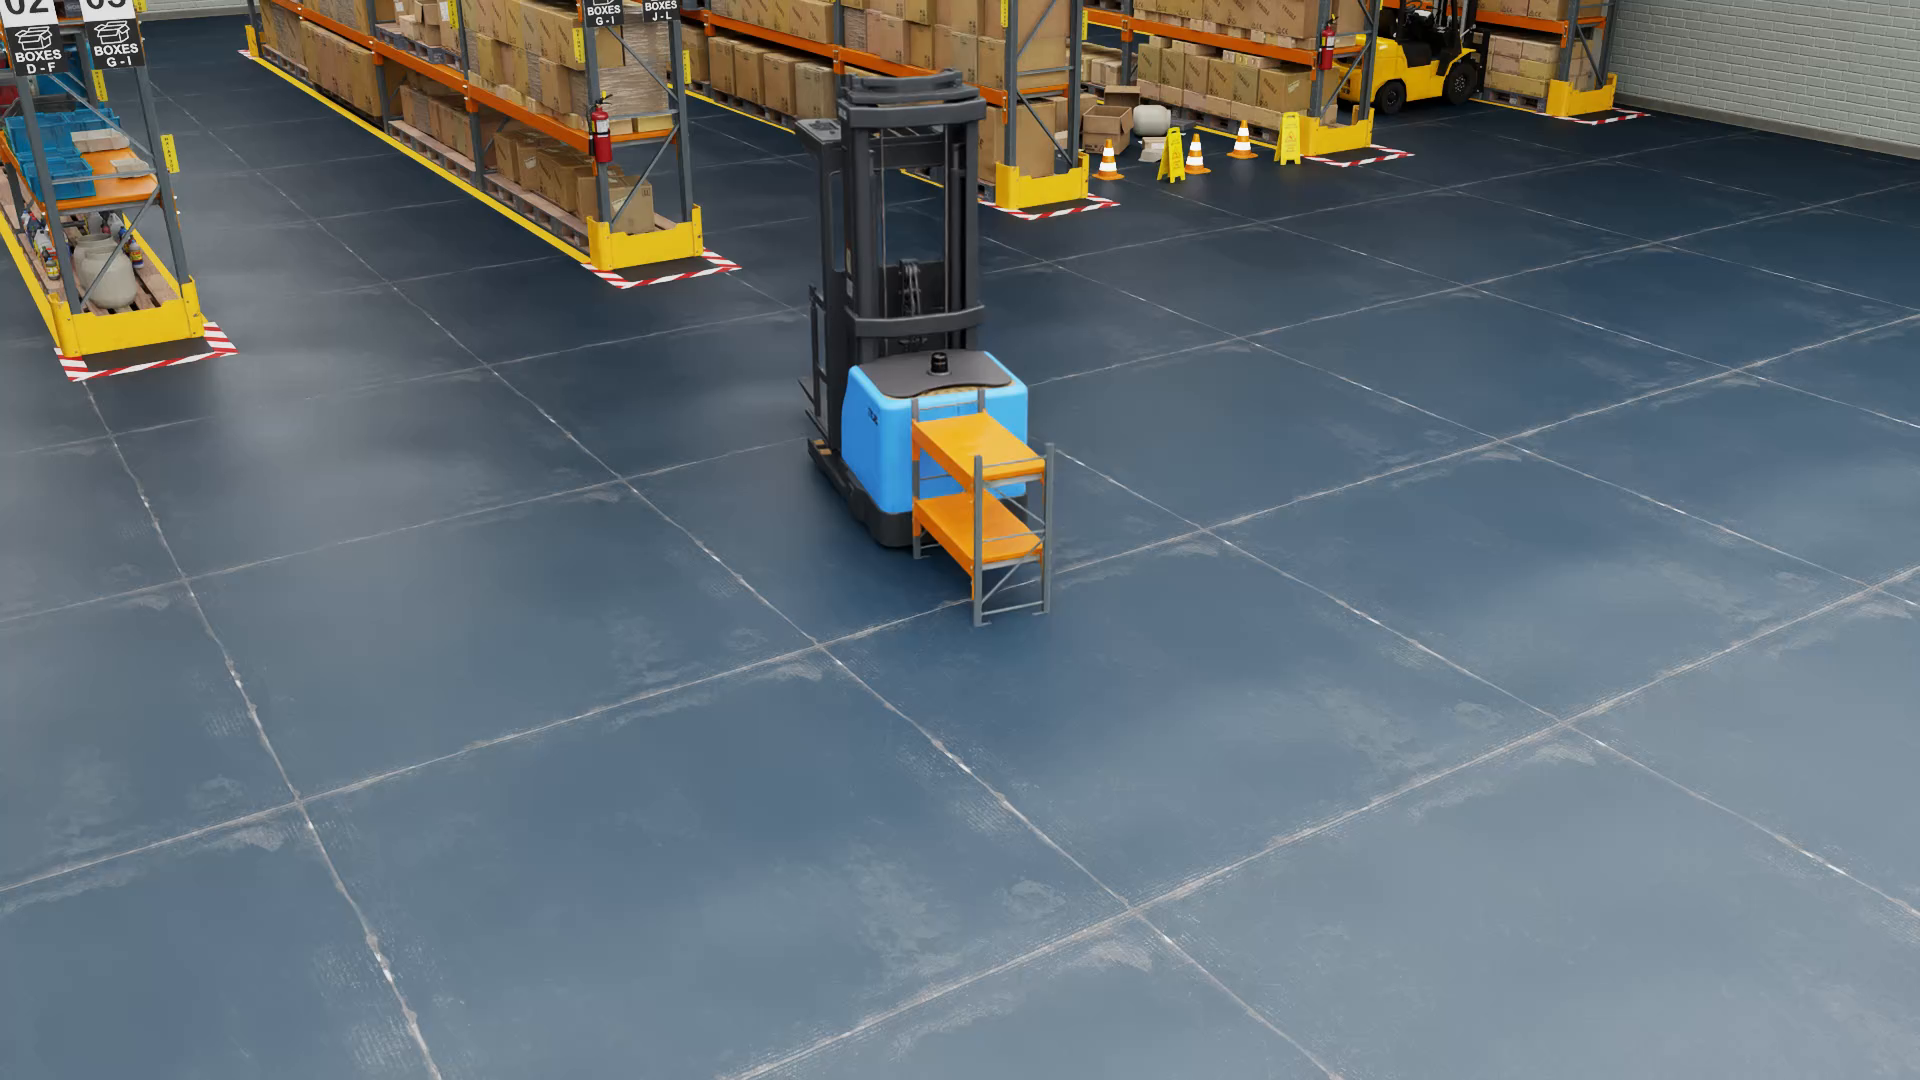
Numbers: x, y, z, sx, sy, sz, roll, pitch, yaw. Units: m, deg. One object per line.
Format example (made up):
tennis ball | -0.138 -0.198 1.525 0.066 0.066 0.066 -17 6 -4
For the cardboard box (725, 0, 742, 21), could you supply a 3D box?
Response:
cardboard box | -3.105 -7.911 24.377 0.500 0.500 0.500 -16 30 -30

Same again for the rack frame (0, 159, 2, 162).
rack frame | -11.764 -5.997 20.439 1.000 3.000 0.127 -16 29 -30

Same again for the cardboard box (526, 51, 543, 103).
cardboard box | -4.135 -5.012 17.888 0.875 0.500 0.500 -16 29 -30

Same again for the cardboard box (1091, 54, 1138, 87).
cardboard box | 2.584 -7.218 25.613 0.950 0.372 0.625 -15 29 -29

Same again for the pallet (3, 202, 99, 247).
pallet | -10.042 -3.577 18.579 1.003 0.211 1.213 -16 29 -30

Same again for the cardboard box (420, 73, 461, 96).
cardboard box | -6.925 -6.139 22.274 0.500 0.250 0.500 -12 28 -24

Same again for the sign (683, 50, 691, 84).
sign | -2.793 -4.807 16.906 0.100 0.325 0.005 -16 29 -30

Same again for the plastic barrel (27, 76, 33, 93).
plastic barrel | -10.320 -5.283 18.768 0.433 0.535 0.433 0 25 0

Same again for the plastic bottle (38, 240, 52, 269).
plastic bottle | -8.957 -2.803 16.350 0.152 0.276 0.135 -16 30 -31

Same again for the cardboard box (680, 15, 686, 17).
cardboard box | -4.399 -8.520 27.342 0.500 0.250 0.500 -17 30 -32

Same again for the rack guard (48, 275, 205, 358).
rack guard | -7.478 -2.021 14.946 1.175 0.500 0.348 -16 29 -30

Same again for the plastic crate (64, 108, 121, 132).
plastic crate | -8.749 -4.166 16.736 0.499 0.251 0.616 -16 29 -30

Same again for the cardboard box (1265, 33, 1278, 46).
cardboard box | 4.319 -6.731 22.288 0.380 0.149 0.250 -16 30 -30

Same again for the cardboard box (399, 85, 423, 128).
cardboard box | -7.232 -5.984 22.826 0.700 0.500 0.500 -17 30 -32

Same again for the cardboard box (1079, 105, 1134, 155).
cardboard box | 1.976 -5.508 22.329 0.637 0.503 0.797 7 26 15

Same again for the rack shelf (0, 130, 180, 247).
rack shelf | -8.489 -3.525 16.047 1.077 0.370 4.000 -16 29 -30

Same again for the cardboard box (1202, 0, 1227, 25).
cardboard box | 3.728 -7.454 23.061 0.500 0.500 0.500 -15 29 -29

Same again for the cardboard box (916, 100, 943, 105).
cardboard box | 0.056 -5.180 20.705 0.875 0.875 0.875 -16 30 -30

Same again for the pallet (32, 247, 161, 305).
pallet | -8.579 -2.618 16.549 1.003 0.211 1.213 -16 29 -30

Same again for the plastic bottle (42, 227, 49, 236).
plastic bottle | -9.273 -3.034 16.844 0.097 0.271 0.097 0 25 0

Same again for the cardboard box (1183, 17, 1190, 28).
cardboard box | 3.405 -7.378 23.659 0.380 0.149 0.250 -16 29 -30

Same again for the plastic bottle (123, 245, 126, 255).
plastic bottle | -8.421 -2.984 16.819 0.097 0.201 0.097 0 25 0

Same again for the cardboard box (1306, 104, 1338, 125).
cardboard box | 4.847 -5.898 22.960 0.500 0.250 0.500 -16 30 -30

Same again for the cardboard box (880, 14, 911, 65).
cardboard box | -0.493 -6.367 21.047 0.875 0.550 0.550 -16 29 -30

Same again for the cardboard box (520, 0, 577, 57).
cardboard box | -4.303 -5.417 17.575 0.500 0.500 0.500 -16 29 -30

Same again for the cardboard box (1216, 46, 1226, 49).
cardboard box | 3.699 -6.985 24.383 0.500 0.500 0.500 -15 29 -29

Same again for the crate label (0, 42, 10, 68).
crate label | -11.448 -5.594 19.545 0.502 0.435 0.616 -16 29 -30

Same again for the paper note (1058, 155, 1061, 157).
paper note | 1.316 -5.093 22.028 0.032 0.001 0.123 -1 25 -3

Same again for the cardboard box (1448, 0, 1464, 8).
cardboard box | 7.885 -8.465 25.551 0.500 0.500 0.500 -15 29 -29

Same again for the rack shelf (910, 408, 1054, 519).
rack shelf | 0.122 -0.485 10.275 0.538 0.278 1.000 -10 27 -20

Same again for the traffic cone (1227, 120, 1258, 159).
traffic cone | 3.740 -5.305 21.945 0.336 0.463 0.334 -16 29 -30

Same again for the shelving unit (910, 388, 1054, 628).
shelving unit | 0.122 -0.221 10.400 0.538 1.125 1.048 -10 27 -20

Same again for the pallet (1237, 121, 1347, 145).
pallet | 4.601 -5.664 23.001 1.003 0.211 1.213 -16 29 -30

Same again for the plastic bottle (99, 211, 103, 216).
plastic bottle | -8.987 -3.404 17.534 0.144 0.351 0.185 -16 30 -31

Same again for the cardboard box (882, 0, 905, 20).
cardboard box | -0.470 -6.861 20.830 0.875 0.550 0.550 -16 29 -30

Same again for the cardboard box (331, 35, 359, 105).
cardboard box | -8.454 -6.952 24.460 1.225 0.875 0.875 -15 29 -29

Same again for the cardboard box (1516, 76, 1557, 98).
cardboard box | 8.692 -6.798 24.865 0.500 0.250 0.500 -15 29 -29

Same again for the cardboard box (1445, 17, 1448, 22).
cardboard box | 7.749 -8.278 26.829 0.500 0.250 0.500 -16 30 -30

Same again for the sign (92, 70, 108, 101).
sign | -9.114 -4.815 17.612 0.100 0.325 0.005 -16 29 -30

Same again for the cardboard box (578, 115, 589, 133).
cardboard box | -3.712 -4.319 17.180 0.380 0.149 0.250 -16 29 -30

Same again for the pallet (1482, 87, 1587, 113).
pallet | 8.760 -6.760 25.322 1.003 0.211 1.213 -16 29 -30

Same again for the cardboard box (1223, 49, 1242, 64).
cardboard box | 3.867 -6.705 23.029 0.380 0.149 0.250 -14 29 -27

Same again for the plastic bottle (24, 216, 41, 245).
plastic bottle | -9.574 -3.208 17.207 0.152 0.276 0.135 -14 29 -28

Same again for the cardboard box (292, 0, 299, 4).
cardboard box | -10.239 -8.501 26.038 0.380 0.149 0.250 -15 29 -29

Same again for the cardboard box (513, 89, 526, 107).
cardboard box | -4.735 -4.926 18.466 0.380 0.149 0.250 -16 29 -30

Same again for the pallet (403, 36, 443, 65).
pallet | -6.499 -6.366 21.445 1.003 0.211 1.213 -16 29 -30

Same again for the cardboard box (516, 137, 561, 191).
cardboard box | -4.927 -4.424 19.544 0.500 0.500 0.500 -6 26 -13

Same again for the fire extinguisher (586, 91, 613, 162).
fire extinguisher | -3.571 -4.106 16.525 0.296 0.674 0.183 -16 29 -30

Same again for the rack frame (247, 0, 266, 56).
rack frame | -11.981 -10.012 28.945 1.000 3.000 0.127 -16 29 -30

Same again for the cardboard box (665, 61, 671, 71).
cardboard box | -4.564 -7.877 26.857 0.500 0.500 0.500 -17 30 -32

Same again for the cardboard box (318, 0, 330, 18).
cardboard box | -9.208 -8.045 24.662 0.500 0.500 0.500 -16 30 -31

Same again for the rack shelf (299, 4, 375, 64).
rack shelf | -8.706 -7.541 24.553 1.077 0.370 4.000 -16 29 -30

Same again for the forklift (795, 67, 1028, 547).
forklift | -0.502 -1.886 11.812 1.130 2.935 3.031 -8 27 -17
